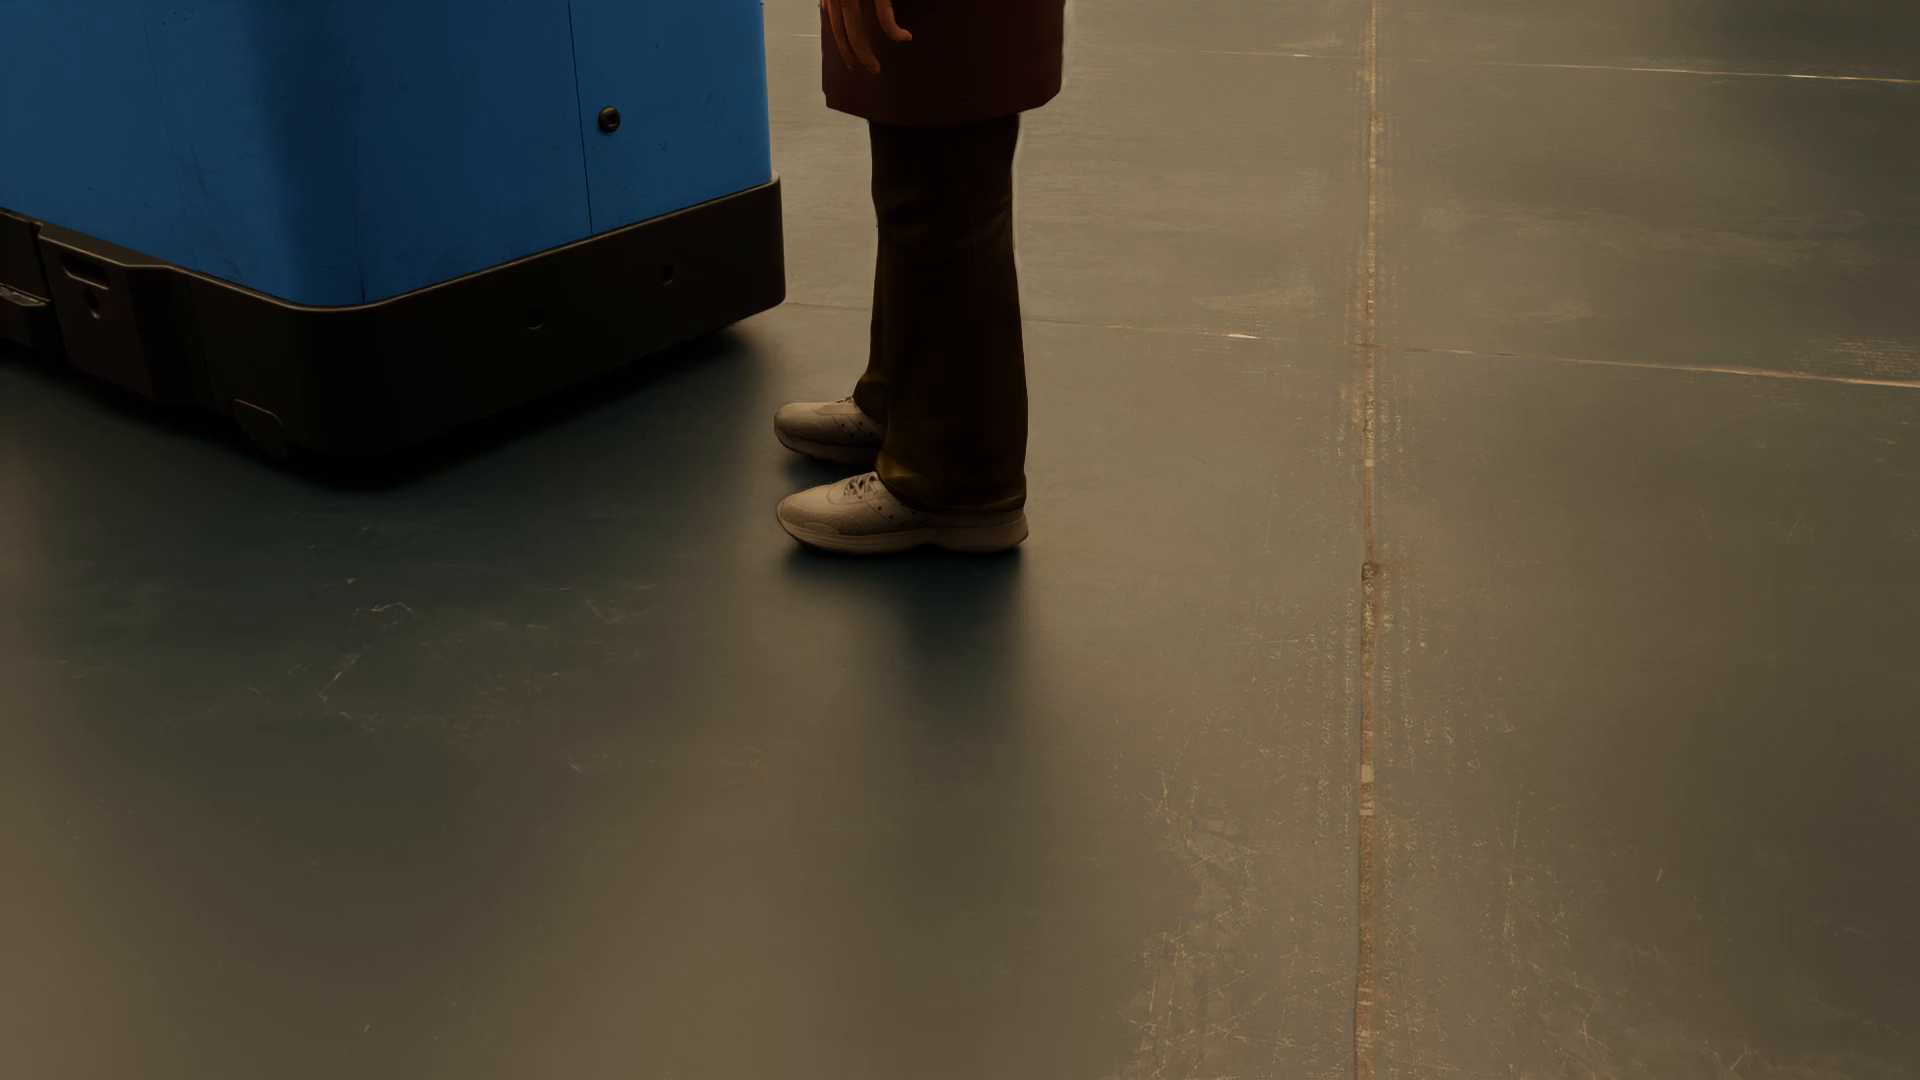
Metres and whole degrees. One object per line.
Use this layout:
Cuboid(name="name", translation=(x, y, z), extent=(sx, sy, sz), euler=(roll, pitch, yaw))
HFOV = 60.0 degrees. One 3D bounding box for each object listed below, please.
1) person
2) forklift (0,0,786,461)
Cuboid(name="person", translation=(-0.097, -0.802, 2.107), extent=(0.576, 1.778, 0.697), euler=(6, 27, 12))
Cuboid(name="forklift", translation=(-1.829, -1.952, 3.115), extent=(3.031, 2.935, 1.130), euler=(19, 32, 32))
